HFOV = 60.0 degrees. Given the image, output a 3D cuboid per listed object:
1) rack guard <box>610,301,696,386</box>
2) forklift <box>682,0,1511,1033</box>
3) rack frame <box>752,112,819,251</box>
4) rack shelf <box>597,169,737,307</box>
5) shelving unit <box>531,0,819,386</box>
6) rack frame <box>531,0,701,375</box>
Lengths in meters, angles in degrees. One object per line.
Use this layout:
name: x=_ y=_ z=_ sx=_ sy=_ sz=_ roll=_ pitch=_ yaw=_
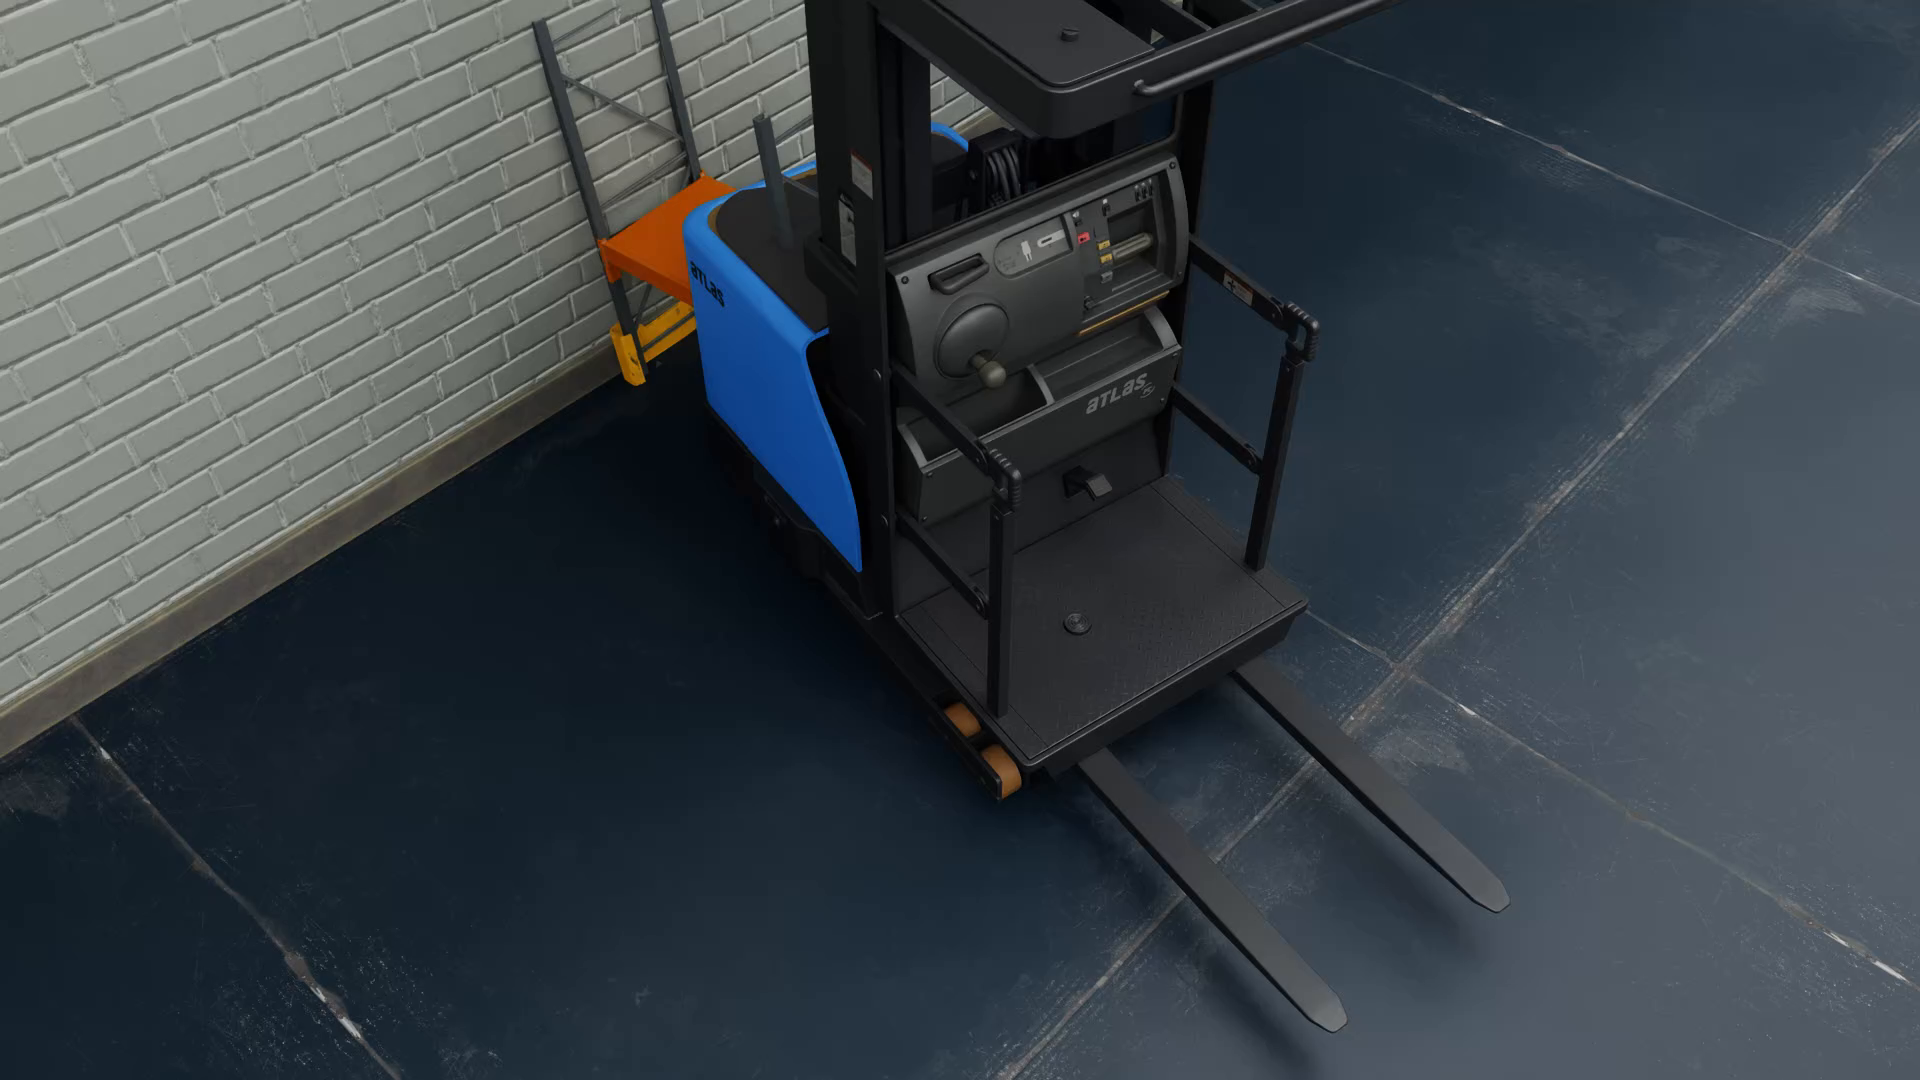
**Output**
rack guard: x=-1.075 y=-0.847 z=6.373 sx=0.087 sy=0.250 sz=0.587 roll=30 pitch=57 yaw=29
forklift: x=0.359 y=-0.630 z=4.331 sx=1.130 sy=2.935 sz=3.031 roll=-27 pitch=52 yaw=-23
rack frame: x=-0.359 y=-0.836 z=5.420 sx=0.032 sy=1.500 sz=0.500 roll=30 pitch=57 yaw=29
rack shelf: x=-0.729 y=-0.932 z=5.800 sx=1.000 sy=0.185 sz=0.538 roll=30 pitch=57 yaw=29
shelving unit: x=-0.751 y=-1.058 z=5.674 sx=1.083 sy=1.500 sz=0.587 roll=30 pitch=57 yaw=29
rack frame: x=-1.129 y=-1.273 z=5.919 sx=0.032 sy=1.500 sz=0.500 roll=30 pitch=57 yaw=29
